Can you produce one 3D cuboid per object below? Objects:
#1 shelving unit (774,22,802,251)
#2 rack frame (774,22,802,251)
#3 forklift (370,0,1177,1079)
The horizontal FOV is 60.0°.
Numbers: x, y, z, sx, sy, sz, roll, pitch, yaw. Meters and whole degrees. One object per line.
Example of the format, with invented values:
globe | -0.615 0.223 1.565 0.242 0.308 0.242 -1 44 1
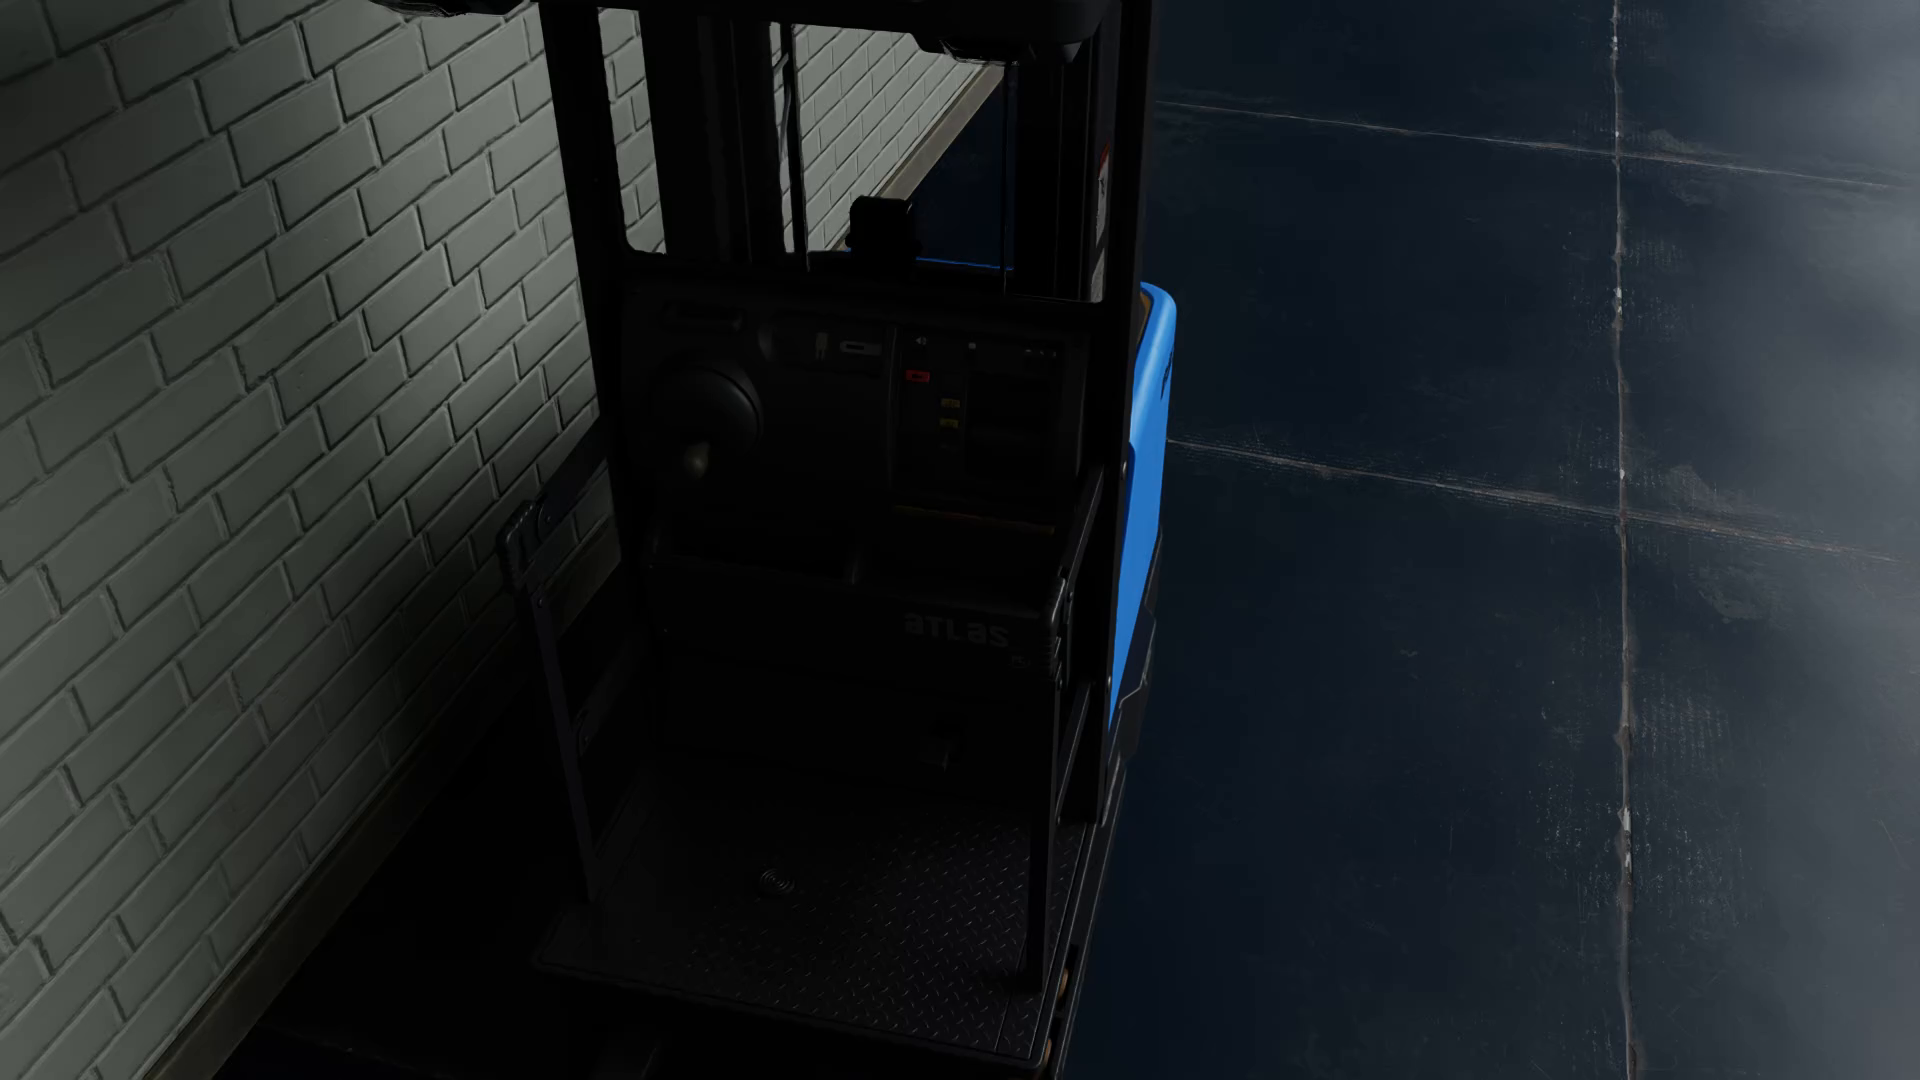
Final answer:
shelving unit | -0.039 -0.698 4.933 1.048 1.500 0.538 7 37 9
rack frame | -0.538 -0.756 5.012 0.032 1.500 0.500 7 37 9
forklift | -0.263 -0.207 3.059 1.130 2.935 3.031 8 37 11
